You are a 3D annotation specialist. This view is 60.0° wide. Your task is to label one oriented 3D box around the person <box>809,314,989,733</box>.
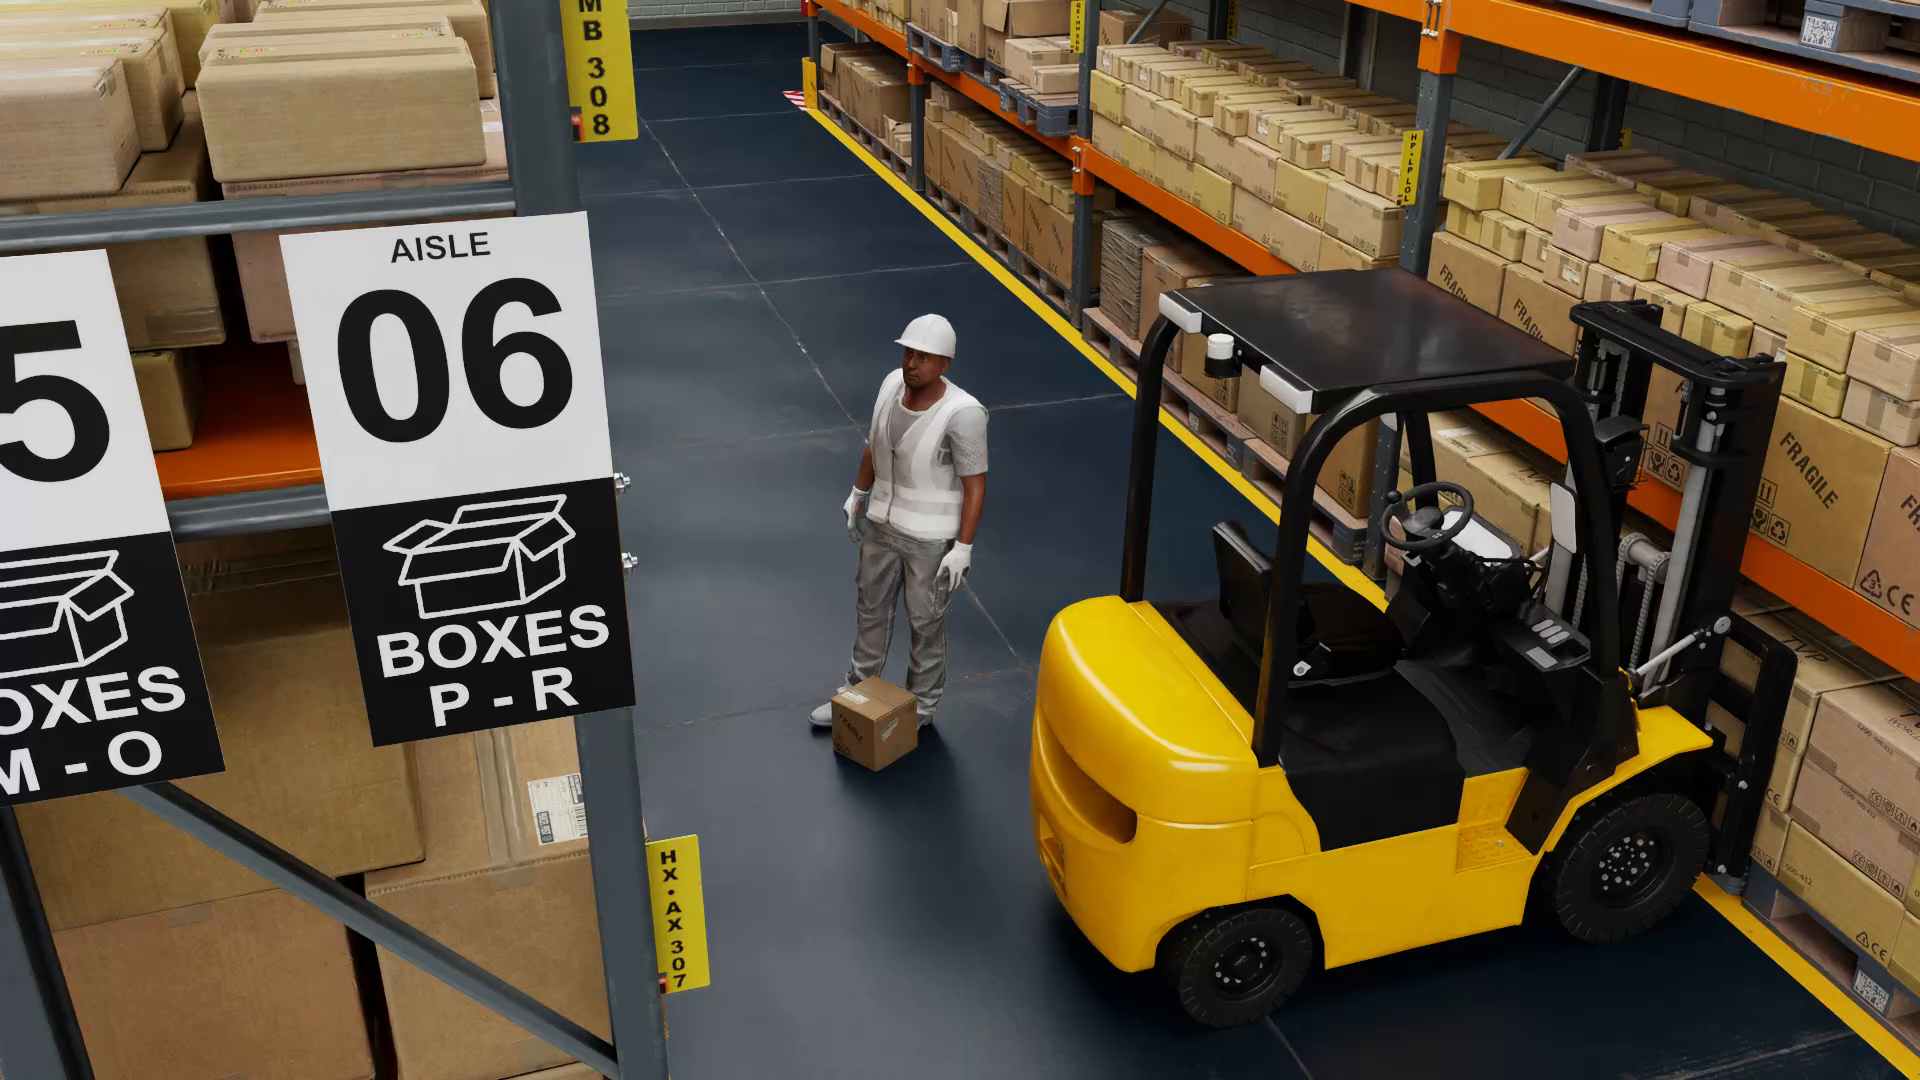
[{"bbox_3d":[-0.237,-0.020,6.611,0.656,1.786,0.574,22,34,38],"label":"person"}]
